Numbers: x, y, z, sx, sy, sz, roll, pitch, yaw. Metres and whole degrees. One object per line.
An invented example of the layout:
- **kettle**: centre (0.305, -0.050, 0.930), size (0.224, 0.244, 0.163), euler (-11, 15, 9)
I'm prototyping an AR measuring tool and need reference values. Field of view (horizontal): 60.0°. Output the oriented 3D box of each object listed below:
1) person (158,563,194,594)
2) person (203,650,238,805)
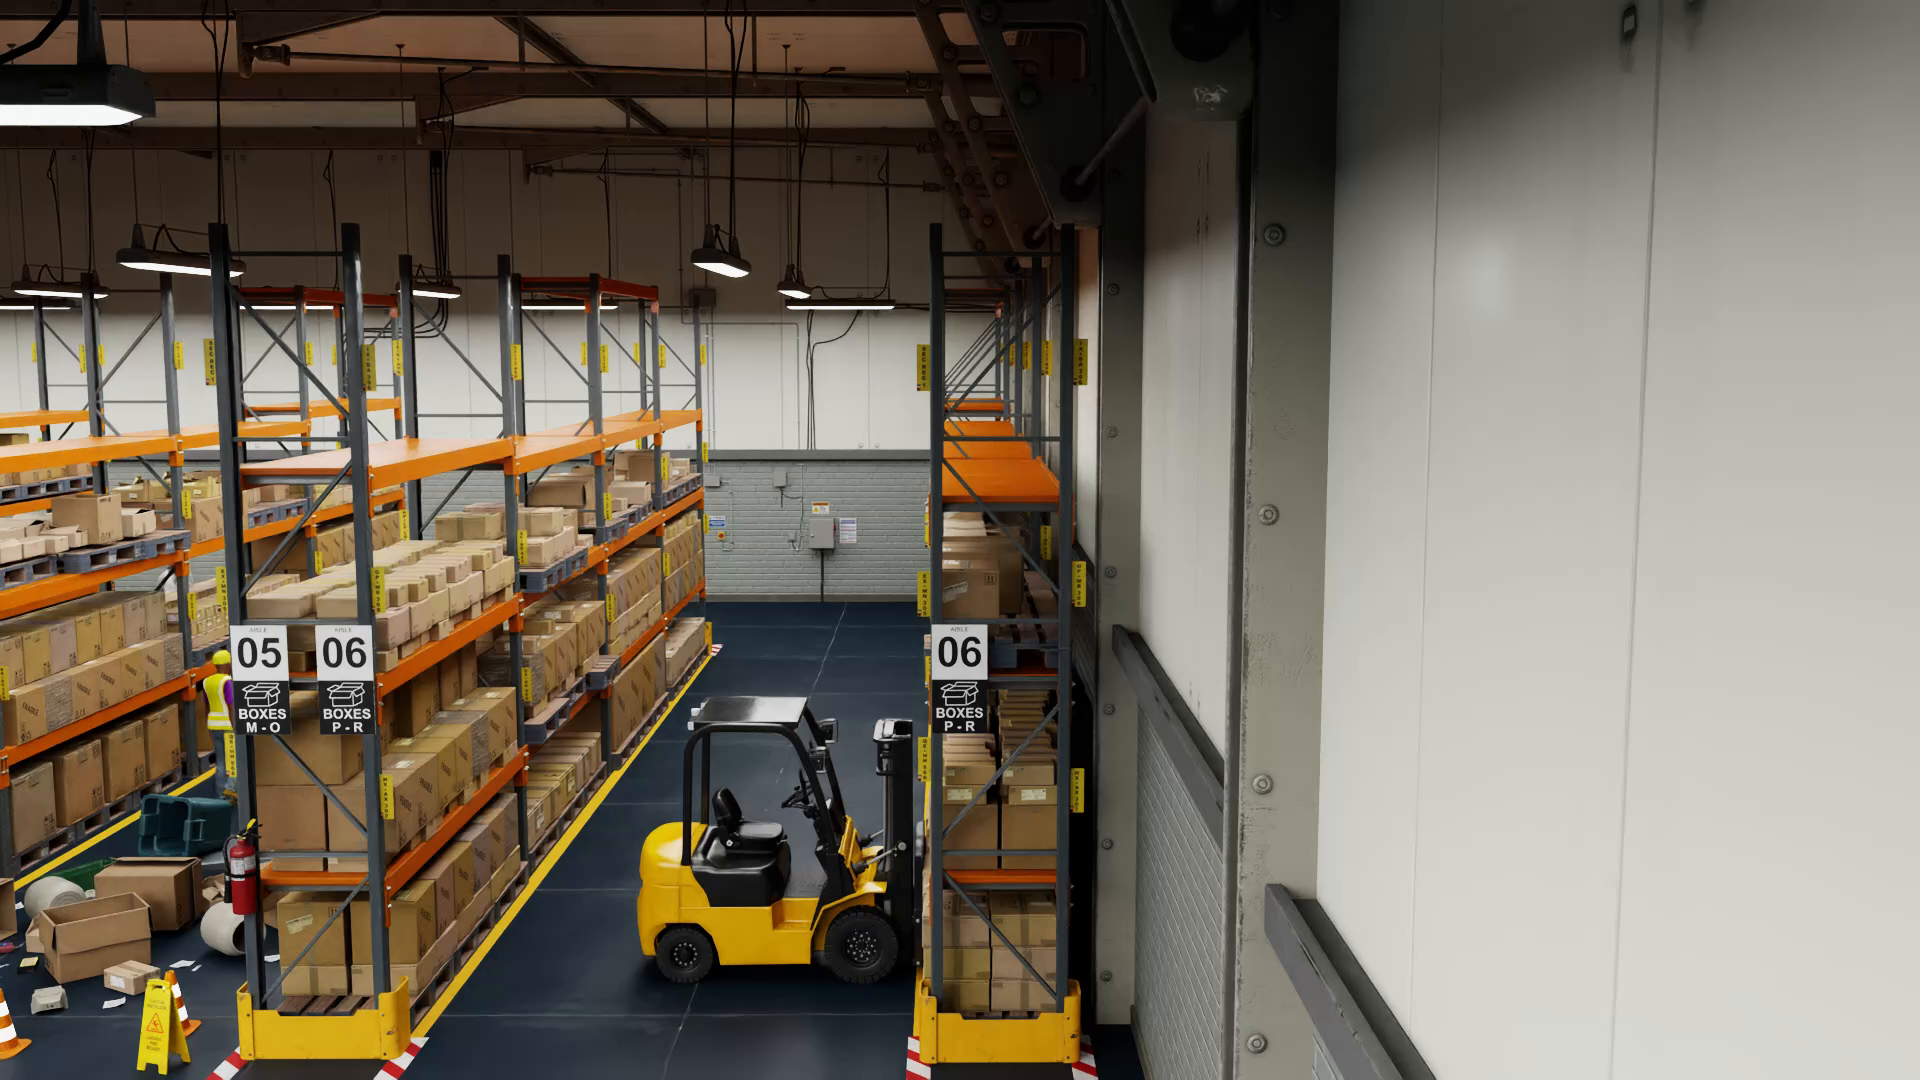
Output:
- **person**: centre (-13.025, 1.070, 27.673), size (0.609, 1.719, 1.036), euler (-2, 7, -17)
- **person**: centre (-8.238, 2.118, 18.631), size (0.600, 1.754, 0.505), euler (1, 7, 10)
